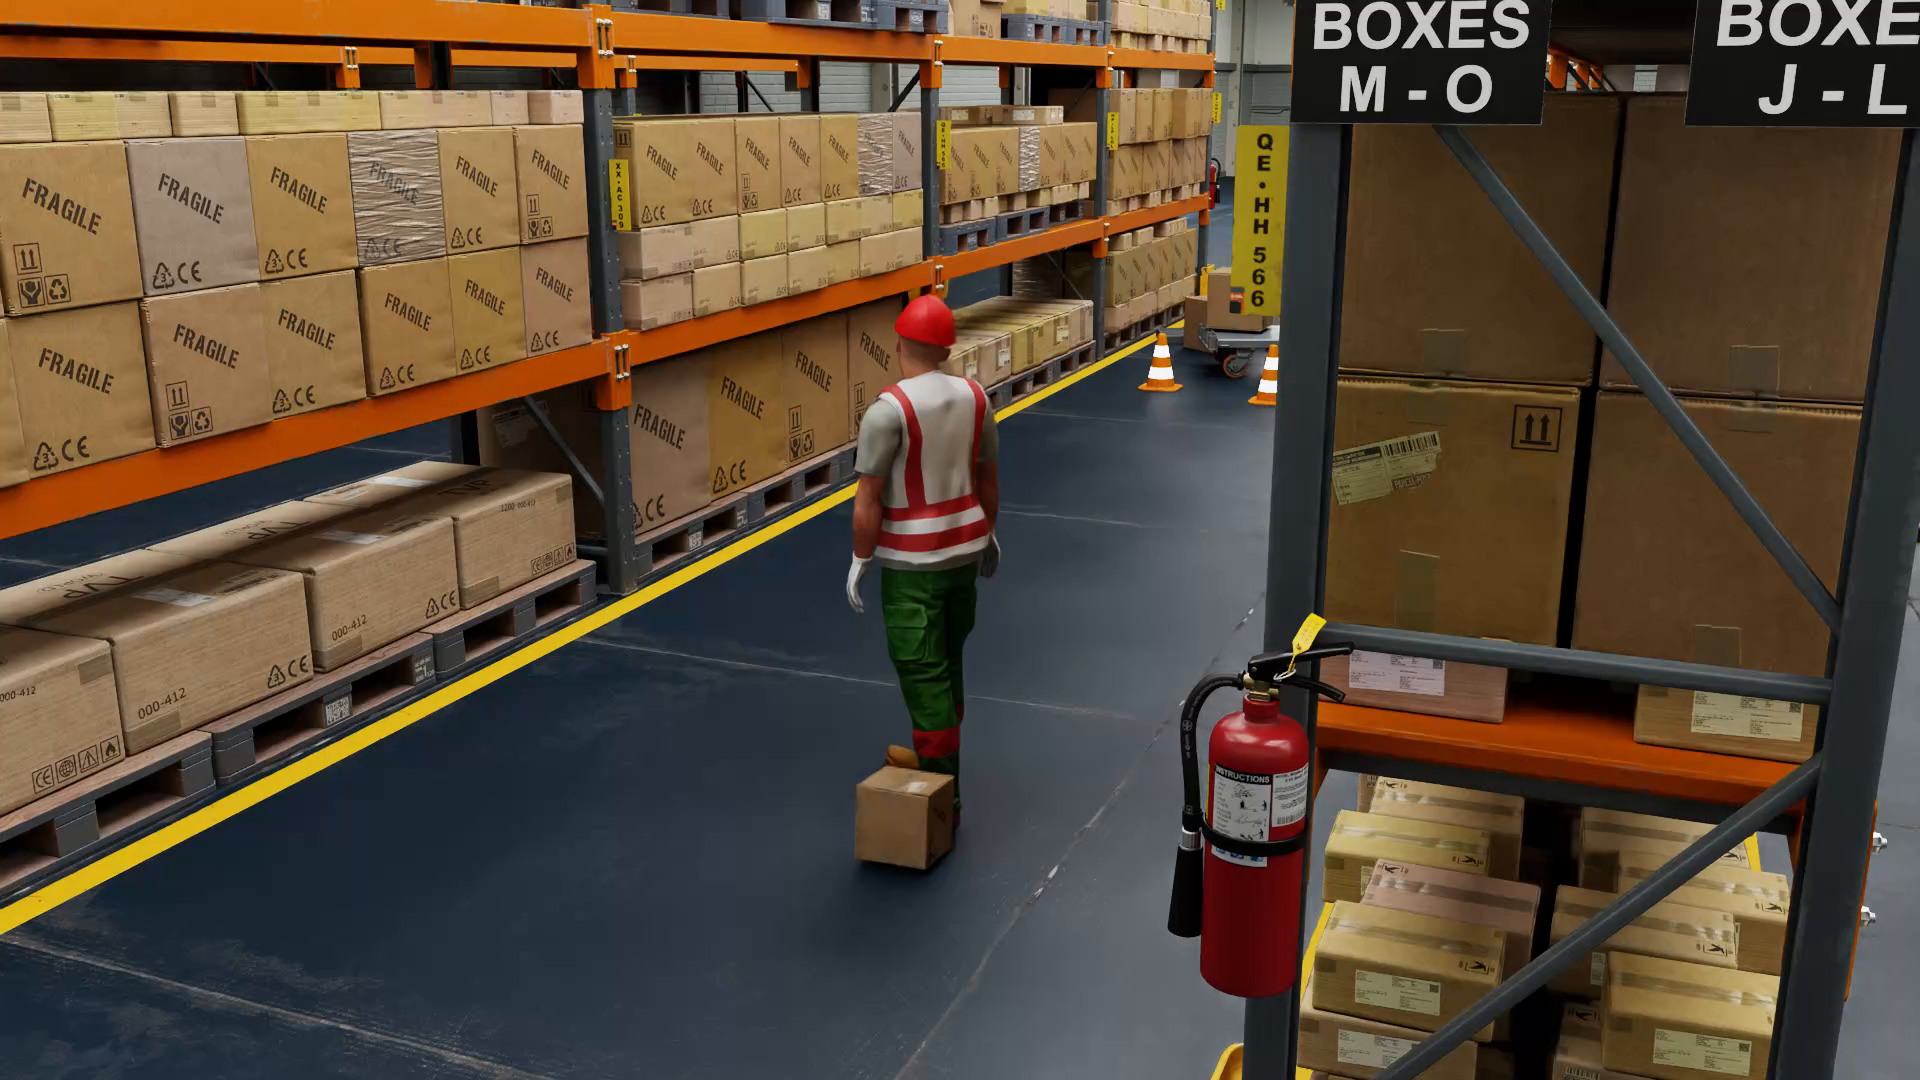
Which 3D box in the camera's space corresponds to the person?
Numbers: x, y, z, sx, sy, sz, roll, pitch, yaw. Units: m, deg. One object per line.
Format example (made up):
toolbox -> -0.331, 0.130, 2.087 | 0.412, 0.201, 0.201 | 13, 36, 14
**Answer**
person -> -0.125, 0.051, 5.698 | 0.587, 1.786, 0.646 | 14, 21, 43
